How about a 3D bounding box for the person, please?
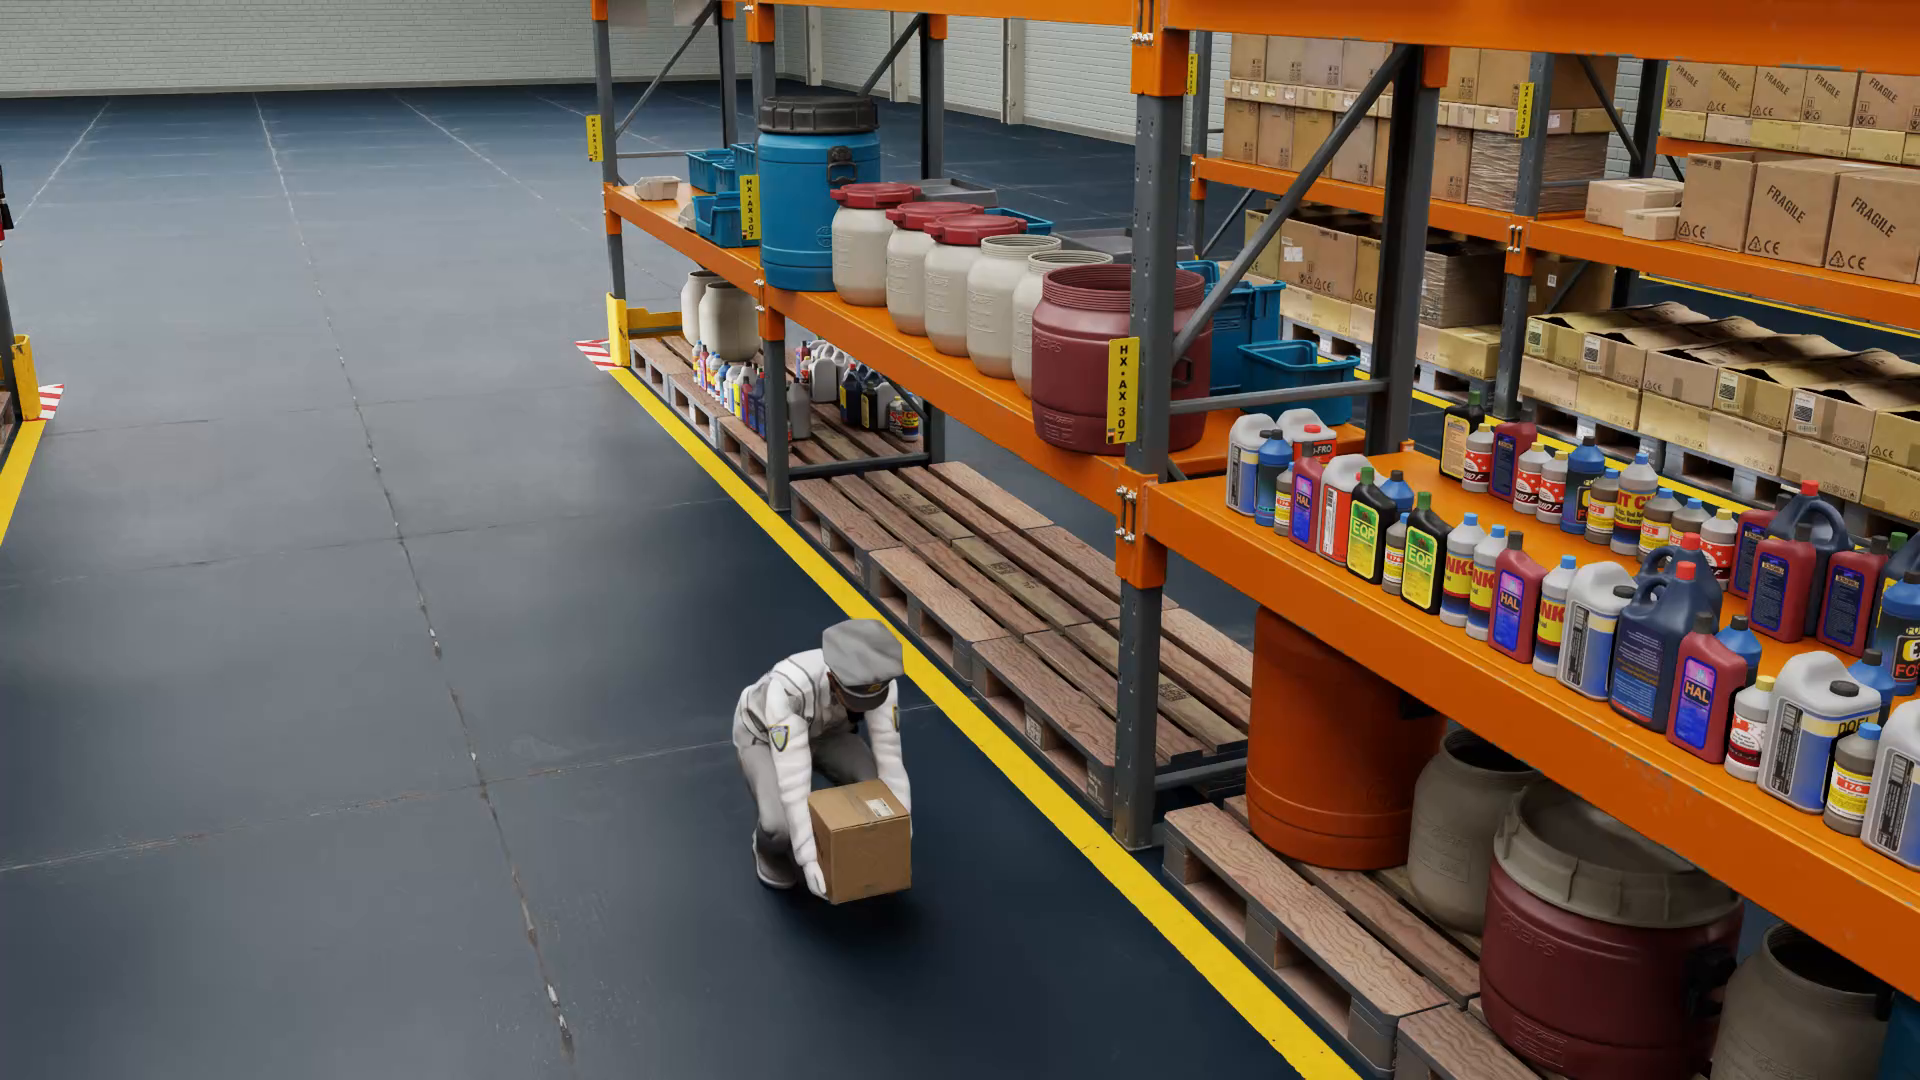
[{"bbox_3d":[-0.431,0.657,5.231,0.466,0.980,0.839,-8,21,-23],"label":"person"}]
